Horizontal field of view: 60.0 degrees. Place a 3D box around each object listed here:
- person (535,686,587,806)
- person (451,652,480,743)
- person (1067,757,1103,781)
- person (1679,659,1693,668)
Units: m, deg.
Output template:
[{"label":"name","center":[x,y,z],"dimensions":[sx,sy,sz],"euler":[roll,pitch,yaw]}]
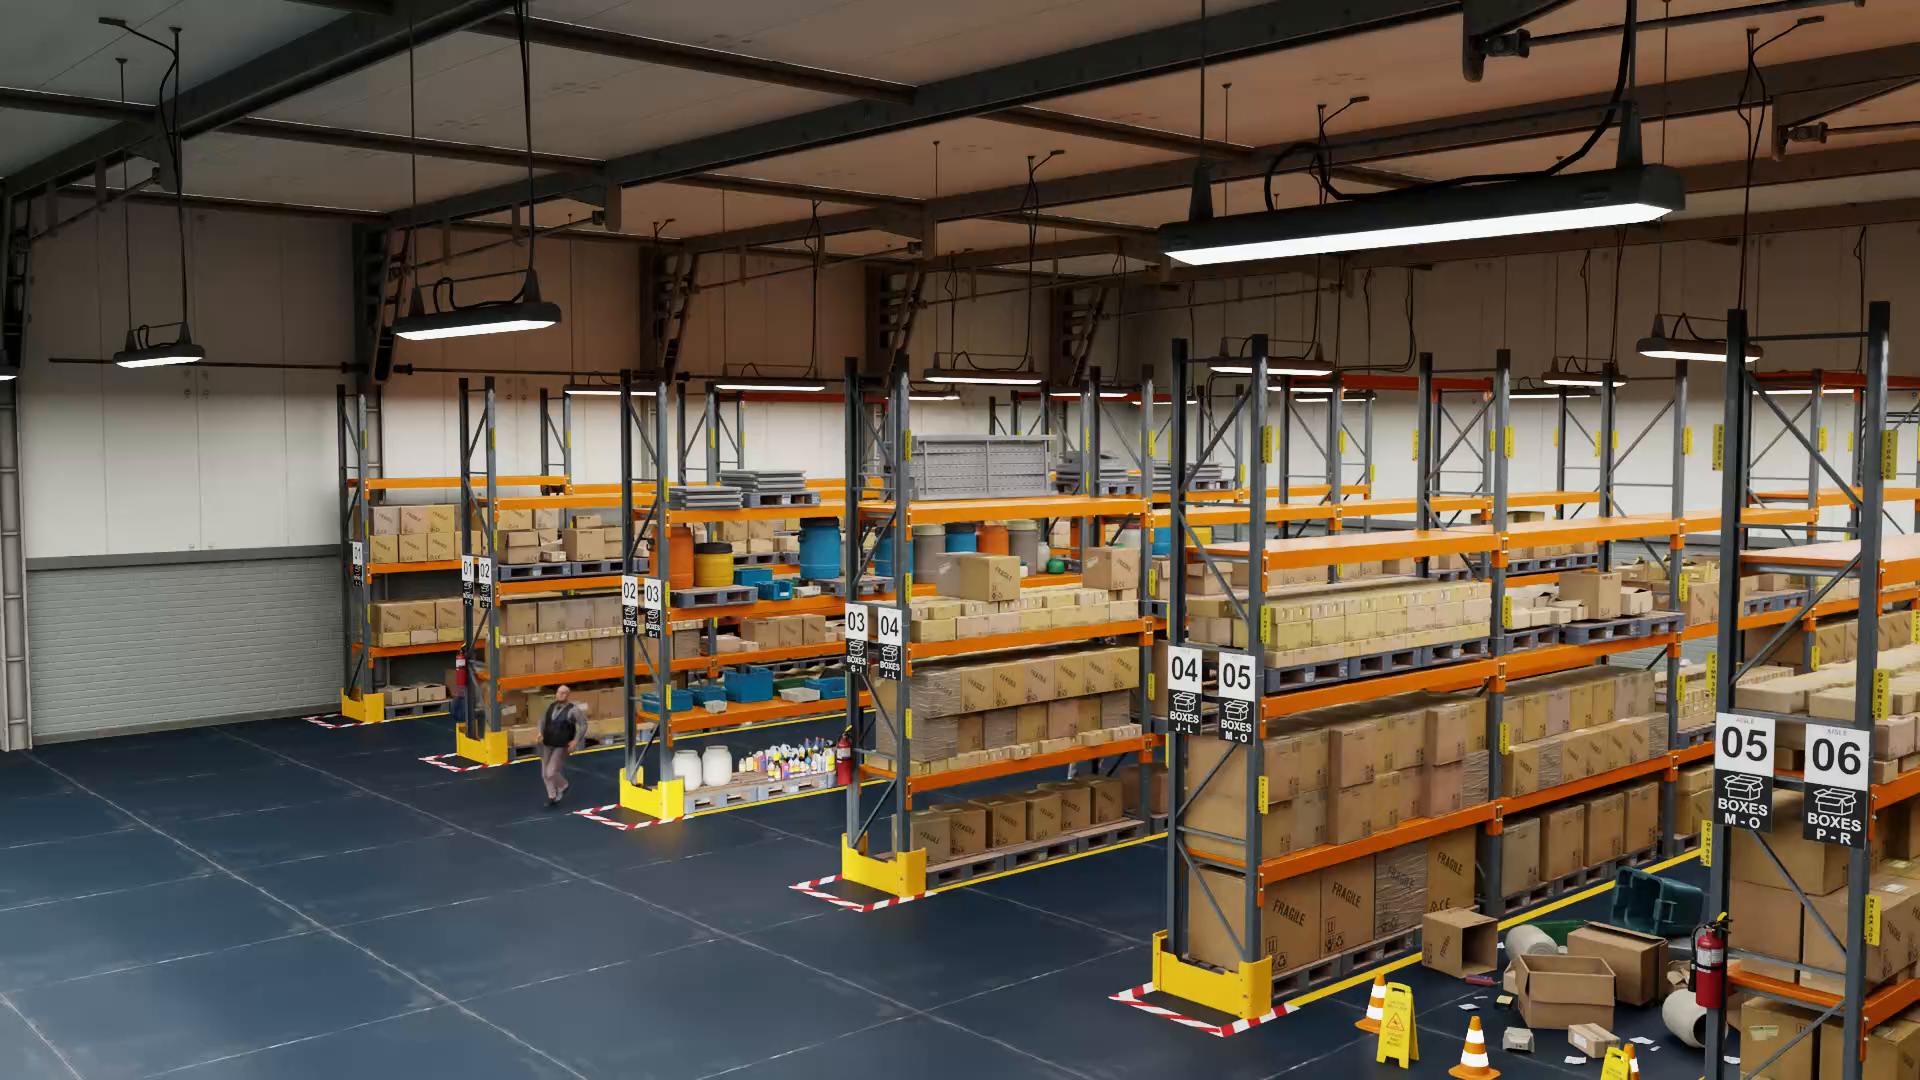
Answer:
[{"label":"person","center":[-5.512,2.836,22.791],"dimensions":[0.728,1.674,0.498],"euler":[1,4,21]},{"label":"person","center":[-8.159,2.585,27.506],"dimensions":[0.526,1.544,0.524],"euler":[3,5,39]},{"label":"person","center":[1.793,2.770,24.451],"dimensions":[0.547,1.564,0.822],"euler":[3,5,37]},{"label":"person","center":[10.716,2.665,24.675],"dimensions":[0.654,1.822,0.746],"euler":[3,5,41]}]
